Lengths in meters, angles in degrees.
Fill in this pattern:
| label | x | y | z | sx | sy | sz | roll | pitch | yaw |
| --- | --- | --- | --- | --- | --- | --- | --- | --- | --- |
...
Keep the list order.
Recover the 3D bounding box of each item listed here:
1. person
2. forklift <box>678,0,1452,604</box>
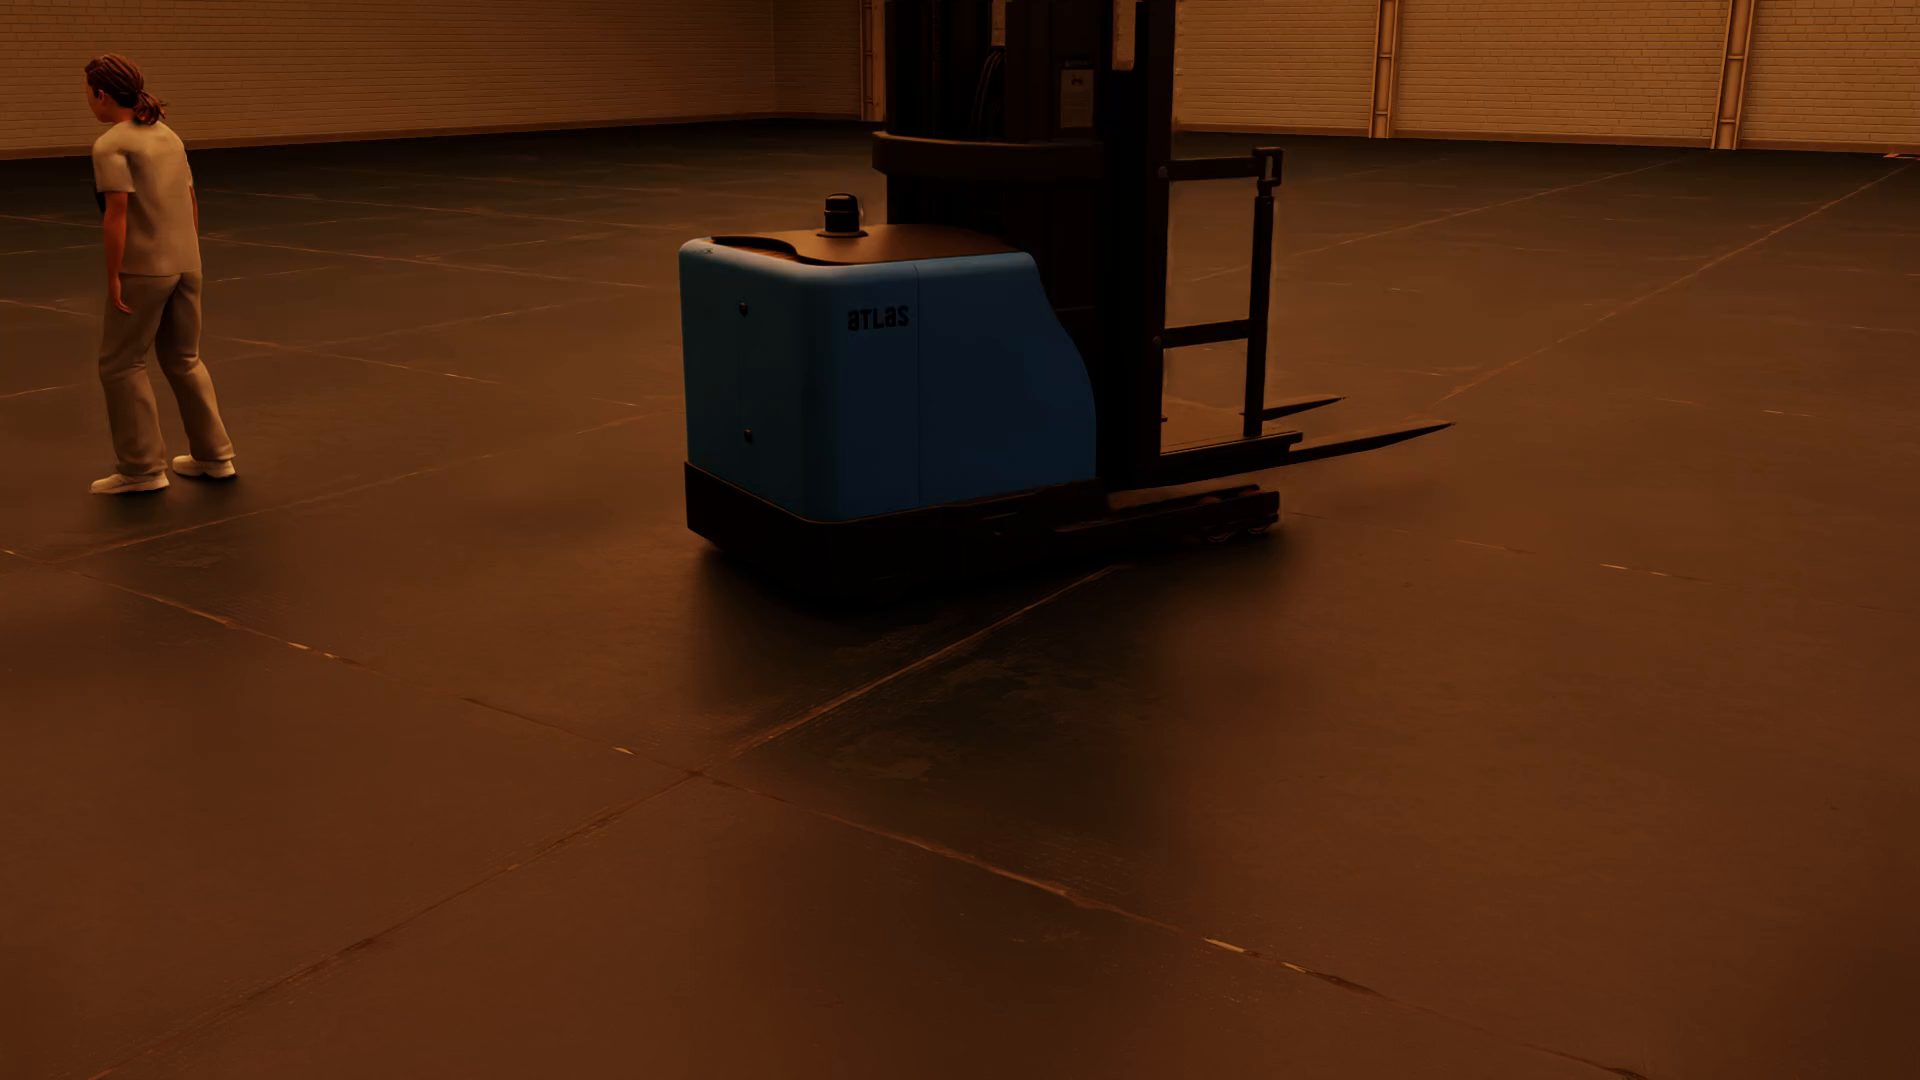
| label | x | y | z | sx | sy | sz | roll | pitch | yaw |
| --- | --- | --- | --- | --- | --- | --- | --- | --- | --- |
| person | -3.202 | -1.031 | 6.517 | 0.412 | 1.684 | 0.504 | 5 | 17 | 15 |
| forklift | 0.552 | -1.508 | 5.875 | 3.031 | 2.935 | 1.130 | -11 | 20 | -32 |
